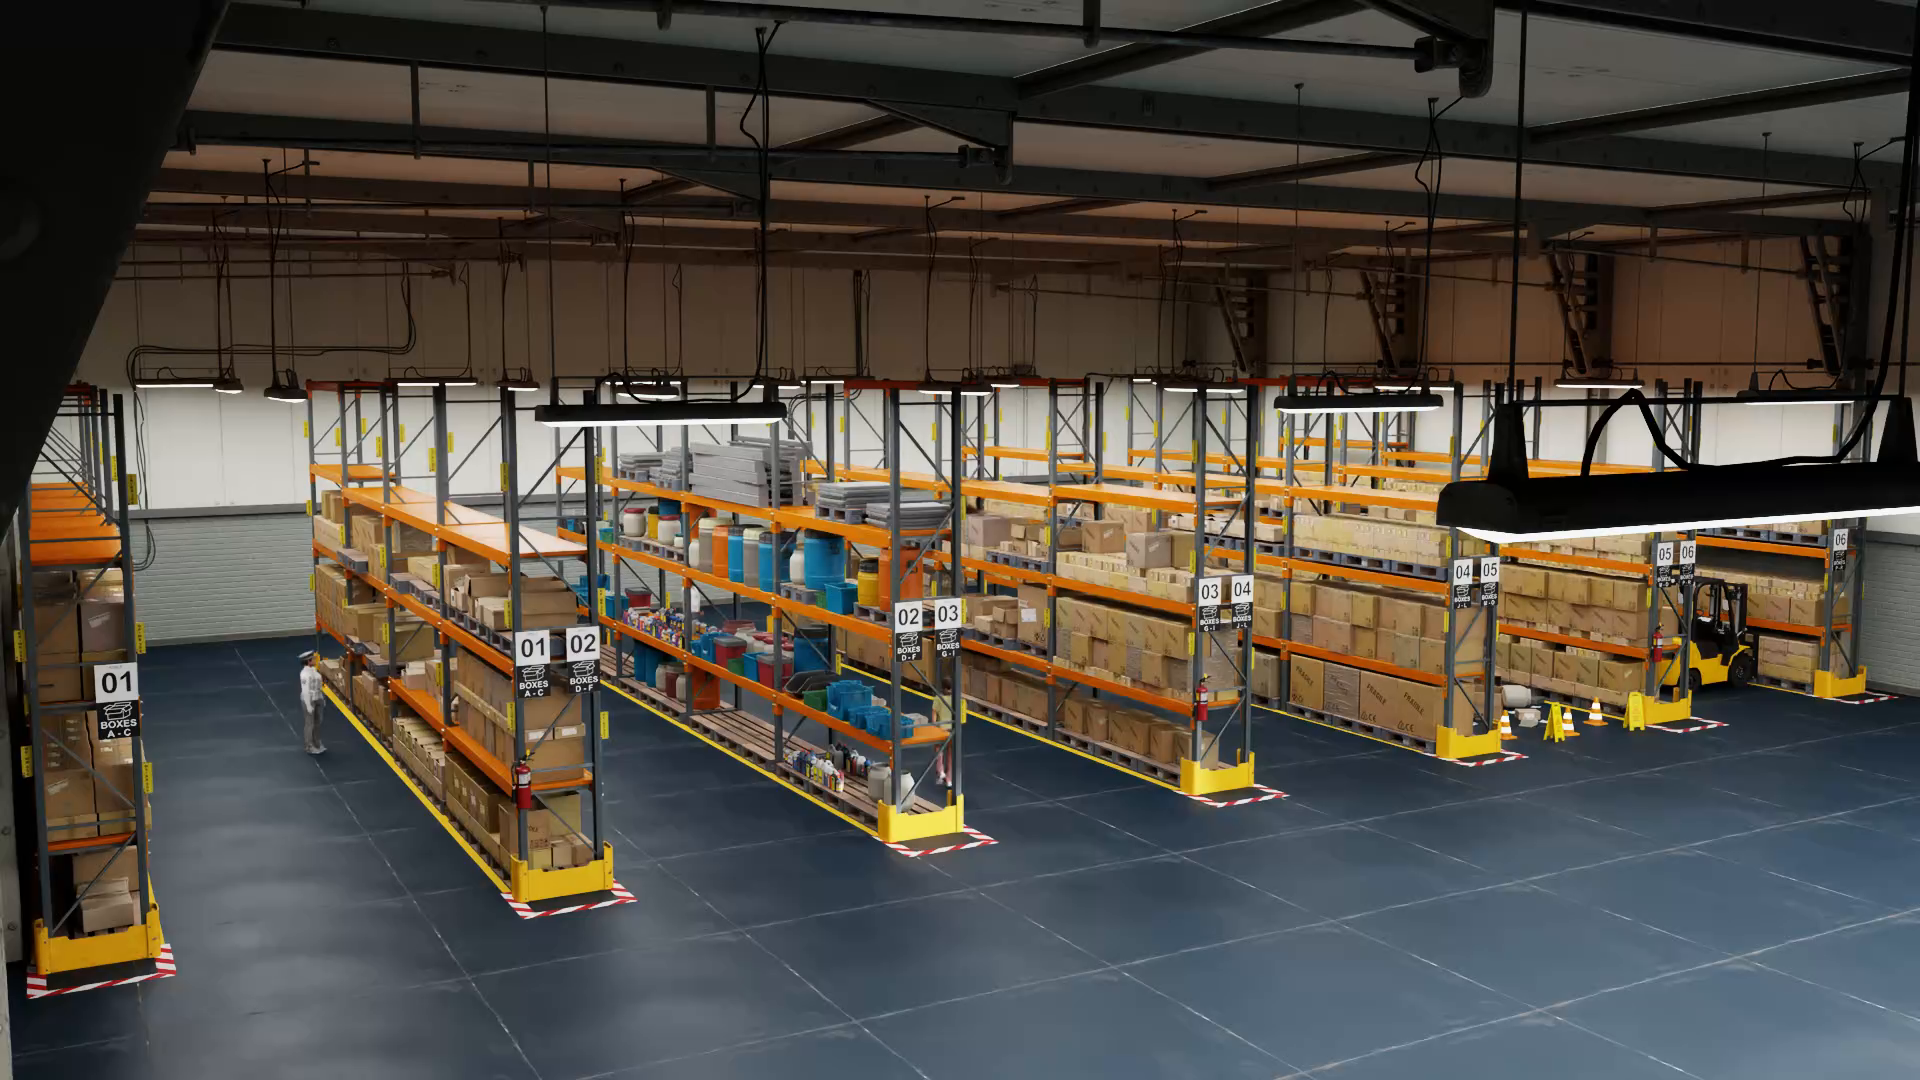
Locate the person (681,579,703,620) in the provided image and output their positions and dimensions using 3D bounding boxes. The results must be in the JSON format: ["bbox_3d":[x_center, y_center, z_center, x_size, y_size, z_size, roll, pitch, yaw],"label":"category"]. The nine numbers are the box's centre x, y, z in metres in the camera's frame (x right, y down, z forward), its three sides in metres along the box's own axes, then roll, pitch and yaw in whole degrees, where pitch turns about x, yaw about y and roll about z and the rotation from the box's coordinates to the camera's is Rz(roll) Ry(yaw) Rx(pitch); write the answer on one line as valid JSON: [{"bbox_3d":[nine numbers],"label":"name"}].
[{"bbox_3d":[-5.868,1.596,36.465,0.431,1.823,0.551,0,6,3],"label":"person"}]

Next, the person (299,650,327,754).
[{"bbox_3d":[-10.526,2.638,27.056,0.361,1.719,0.544,1,6,14],"label":"person"}]

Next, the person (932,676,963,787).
[{"bbox_3d":[-0.188,2.850,24.891,0.465,1.676,0.458,0,6,0],"label":"person"}]
